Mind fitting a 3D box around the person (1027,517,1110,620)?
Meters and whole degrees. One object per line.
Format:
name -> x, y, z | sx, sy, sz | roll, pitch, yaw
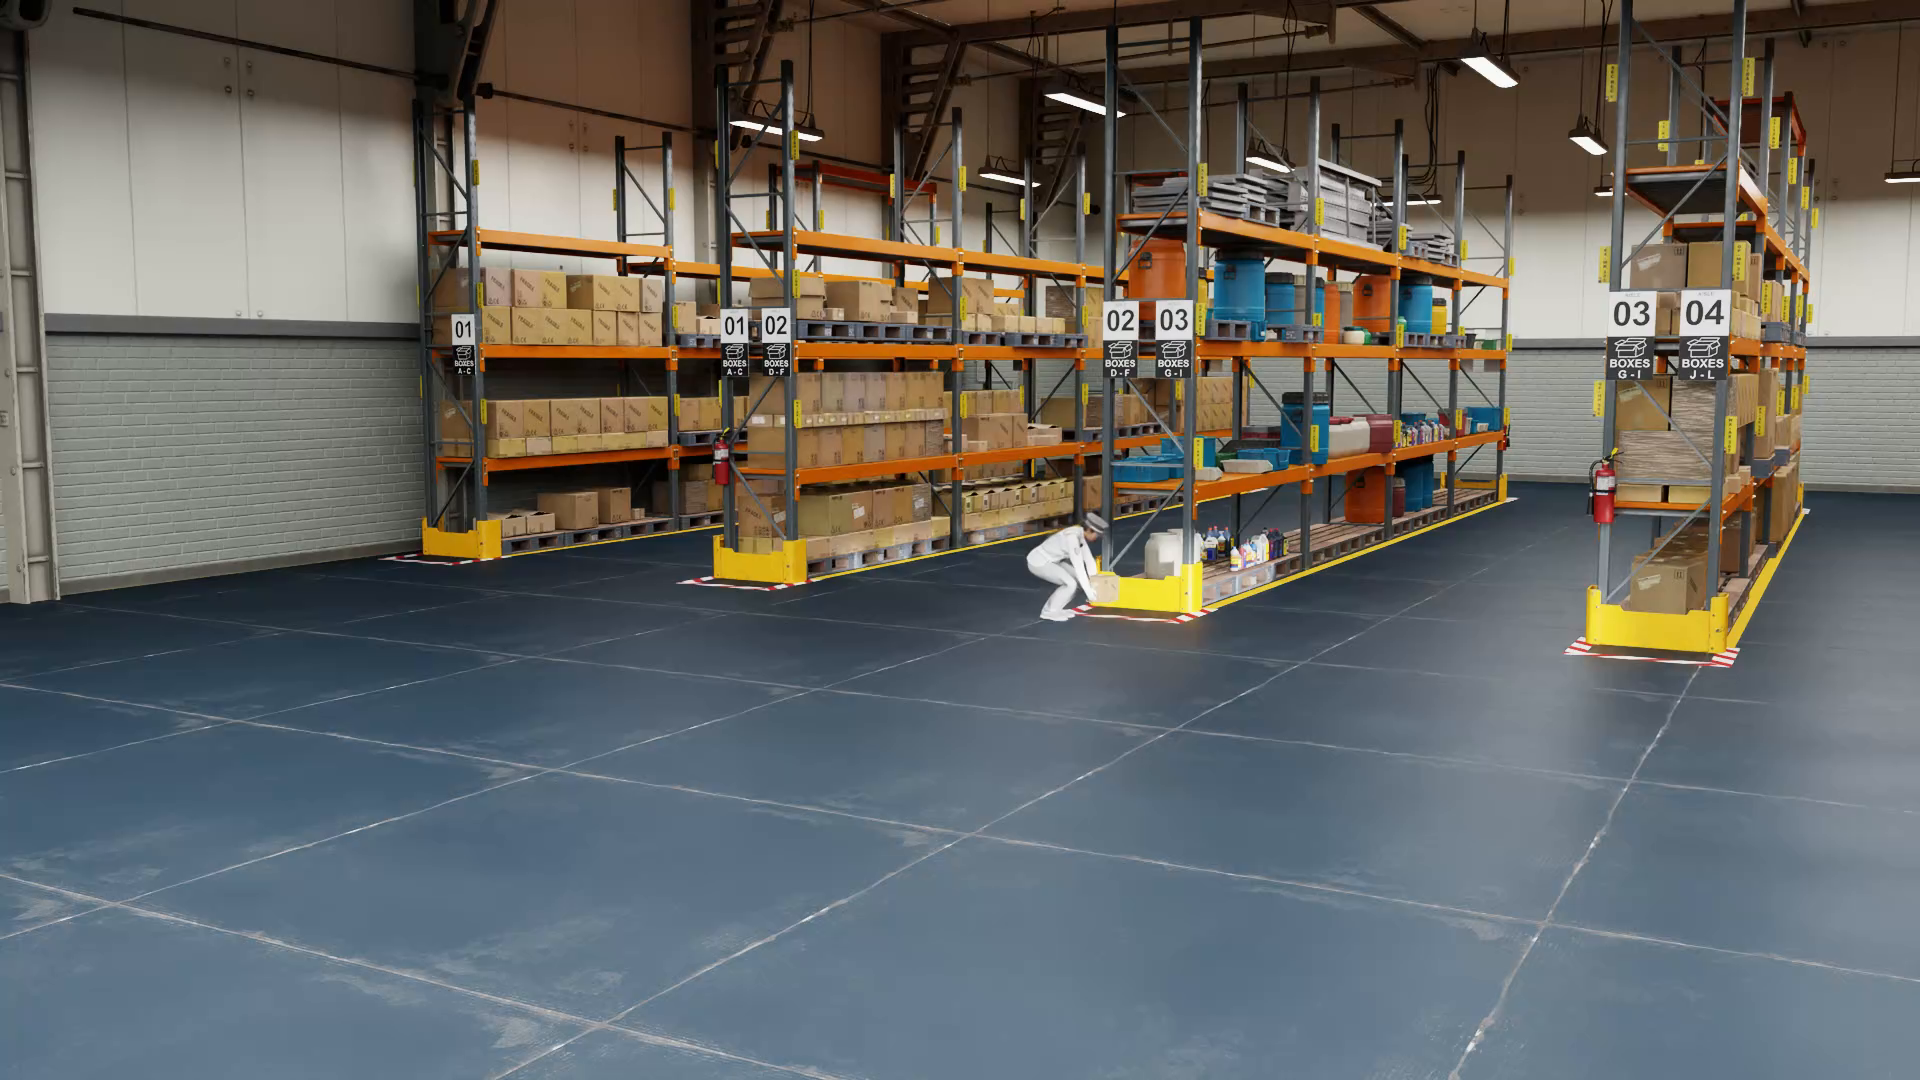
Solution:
person -> 1.097, 0.281, 16.731 | 0.819, 1.036, 0.499 | 2, 7, 22
